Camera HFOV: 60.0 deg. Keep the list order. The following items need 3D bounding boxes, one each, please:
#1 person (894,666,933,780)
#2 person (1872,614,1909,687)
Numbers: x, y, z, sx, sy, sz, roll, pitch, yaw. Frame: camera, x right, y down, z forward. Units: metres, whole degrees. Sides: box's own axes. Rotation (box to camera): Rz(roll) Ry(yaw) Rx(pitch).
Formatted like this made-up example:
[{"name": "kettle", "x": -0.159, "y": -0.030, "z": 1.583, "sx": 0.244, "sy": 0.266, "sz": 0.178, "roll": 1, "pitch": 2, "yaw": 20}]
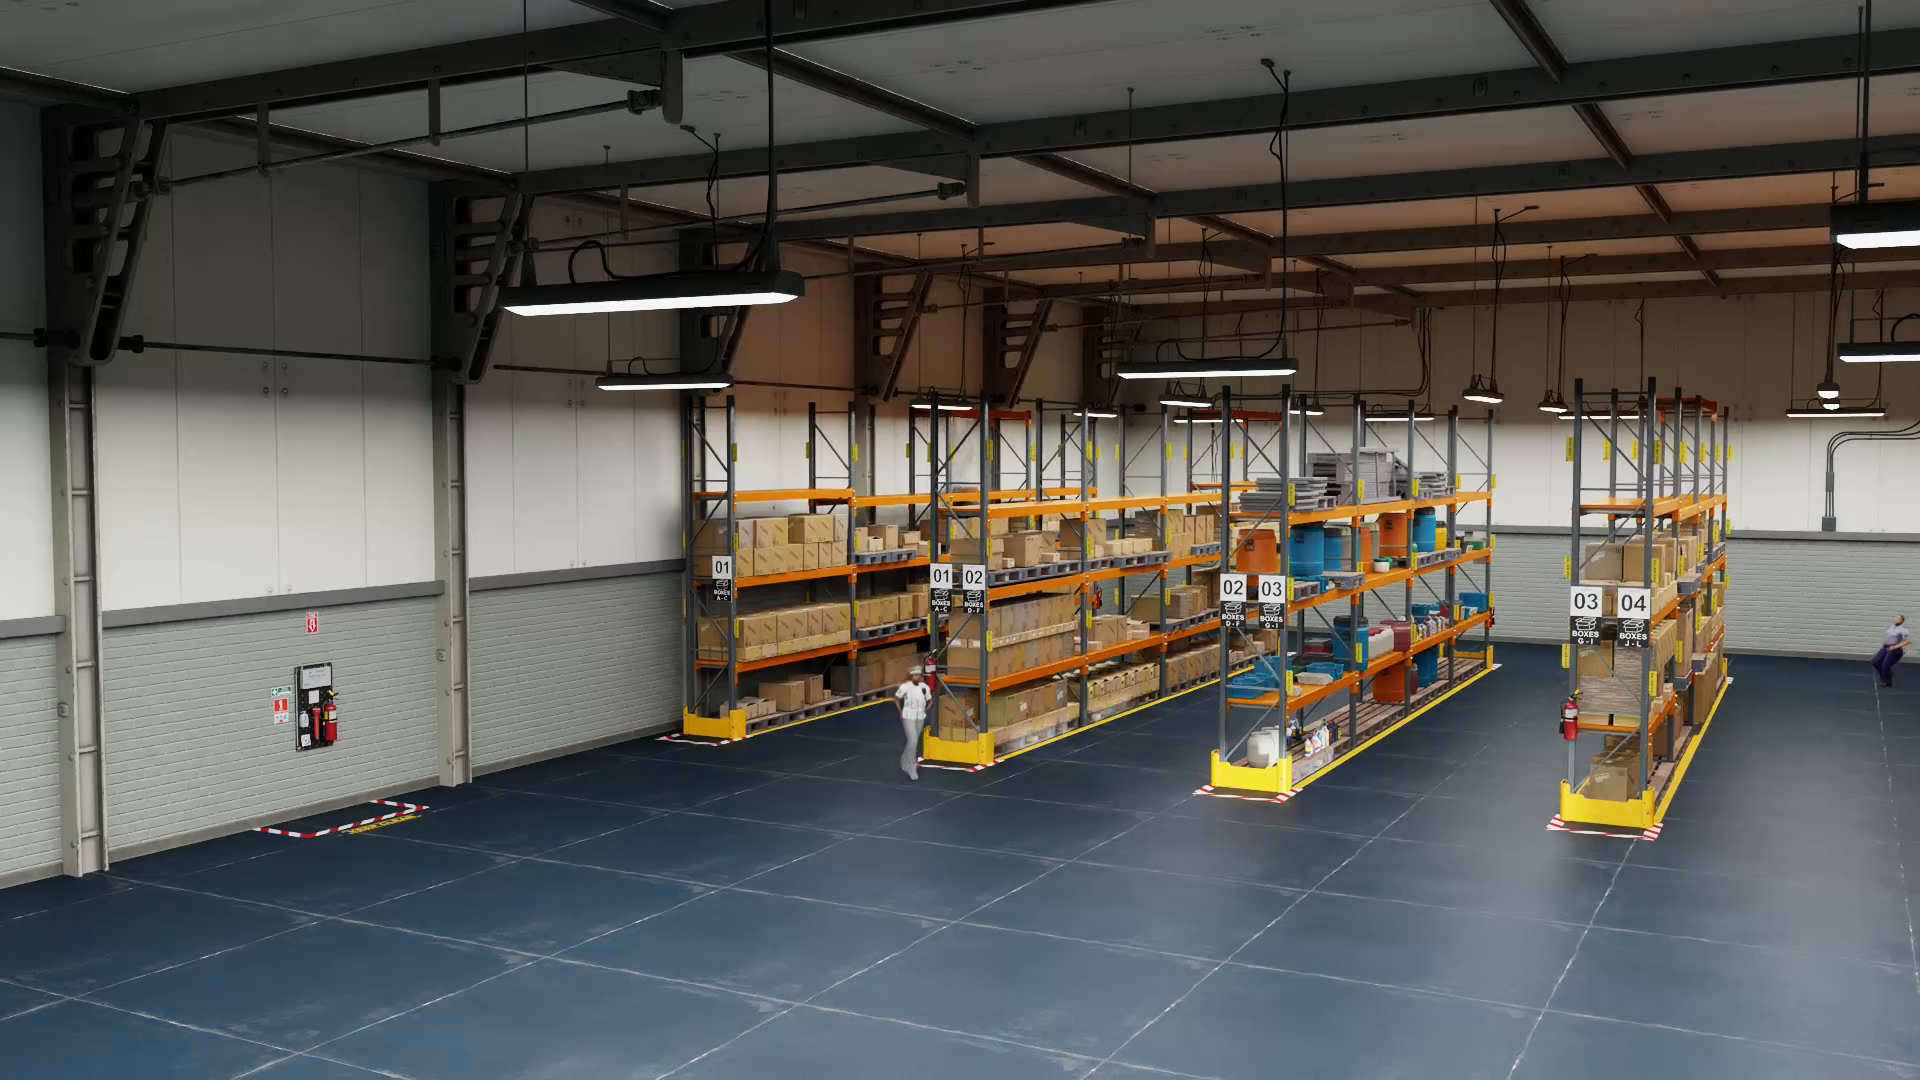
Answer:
[{"name": "person", "x": -0.720, "y": 2.800, "z": 25.805, "sx": 0.548, "sy": 1.745, "sz": 0.758, "roll": -2, "pitch": 3, "yaw": -28}, {"name": "person", "x": 19.750, "y": 2.356, "z": 35.348, "sx": 0.503, "sy": 1.574, "sz": 0.665, "roll": 0, "pitch": 3, "yaw": -7}]
